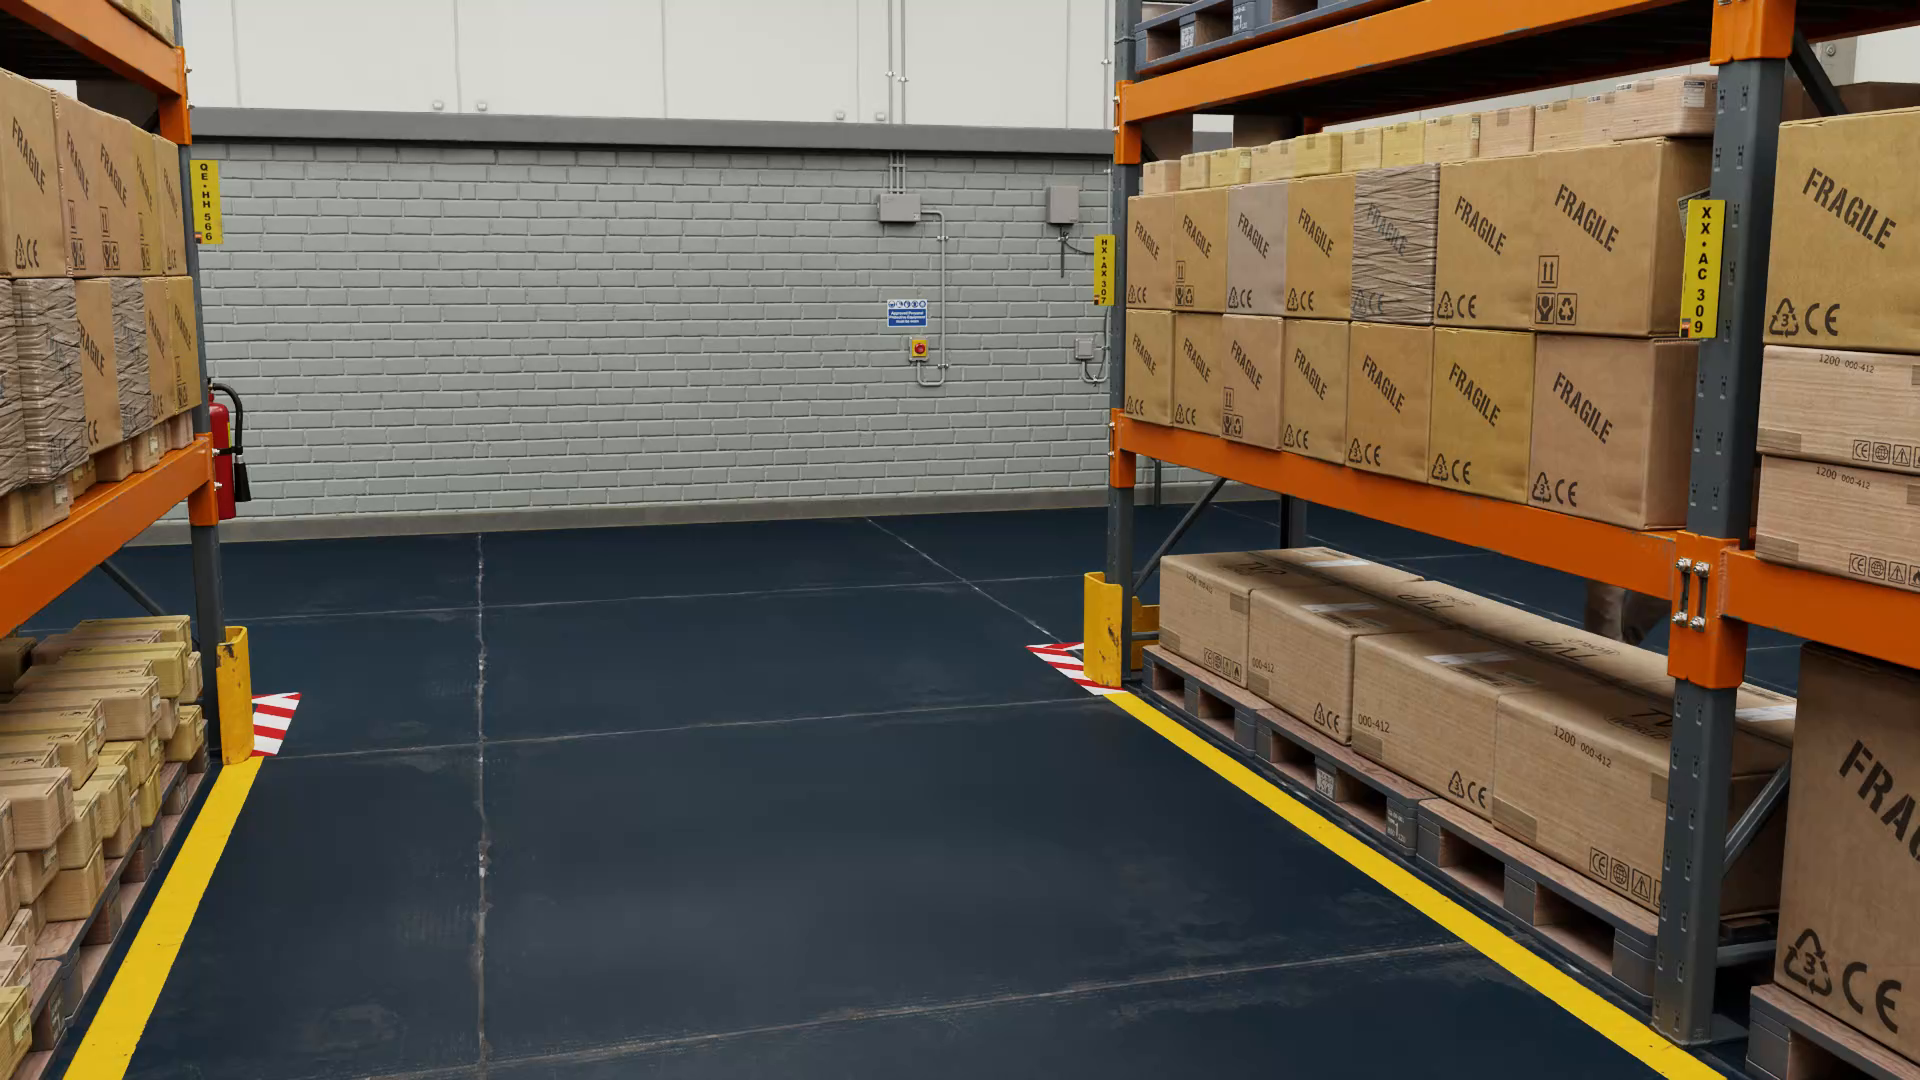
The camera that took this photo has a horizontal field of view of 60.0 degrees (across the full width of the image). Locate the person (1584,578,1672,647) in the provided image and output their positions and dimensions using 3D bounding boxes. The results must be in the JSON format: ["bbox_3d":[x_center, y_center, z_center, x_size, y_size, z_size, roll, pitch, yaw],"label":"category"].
[{"bbox_3d":[3.058,-0.105,7.637,0.557,1.779,0.492,-3,10,-21],"label":"person"}]
